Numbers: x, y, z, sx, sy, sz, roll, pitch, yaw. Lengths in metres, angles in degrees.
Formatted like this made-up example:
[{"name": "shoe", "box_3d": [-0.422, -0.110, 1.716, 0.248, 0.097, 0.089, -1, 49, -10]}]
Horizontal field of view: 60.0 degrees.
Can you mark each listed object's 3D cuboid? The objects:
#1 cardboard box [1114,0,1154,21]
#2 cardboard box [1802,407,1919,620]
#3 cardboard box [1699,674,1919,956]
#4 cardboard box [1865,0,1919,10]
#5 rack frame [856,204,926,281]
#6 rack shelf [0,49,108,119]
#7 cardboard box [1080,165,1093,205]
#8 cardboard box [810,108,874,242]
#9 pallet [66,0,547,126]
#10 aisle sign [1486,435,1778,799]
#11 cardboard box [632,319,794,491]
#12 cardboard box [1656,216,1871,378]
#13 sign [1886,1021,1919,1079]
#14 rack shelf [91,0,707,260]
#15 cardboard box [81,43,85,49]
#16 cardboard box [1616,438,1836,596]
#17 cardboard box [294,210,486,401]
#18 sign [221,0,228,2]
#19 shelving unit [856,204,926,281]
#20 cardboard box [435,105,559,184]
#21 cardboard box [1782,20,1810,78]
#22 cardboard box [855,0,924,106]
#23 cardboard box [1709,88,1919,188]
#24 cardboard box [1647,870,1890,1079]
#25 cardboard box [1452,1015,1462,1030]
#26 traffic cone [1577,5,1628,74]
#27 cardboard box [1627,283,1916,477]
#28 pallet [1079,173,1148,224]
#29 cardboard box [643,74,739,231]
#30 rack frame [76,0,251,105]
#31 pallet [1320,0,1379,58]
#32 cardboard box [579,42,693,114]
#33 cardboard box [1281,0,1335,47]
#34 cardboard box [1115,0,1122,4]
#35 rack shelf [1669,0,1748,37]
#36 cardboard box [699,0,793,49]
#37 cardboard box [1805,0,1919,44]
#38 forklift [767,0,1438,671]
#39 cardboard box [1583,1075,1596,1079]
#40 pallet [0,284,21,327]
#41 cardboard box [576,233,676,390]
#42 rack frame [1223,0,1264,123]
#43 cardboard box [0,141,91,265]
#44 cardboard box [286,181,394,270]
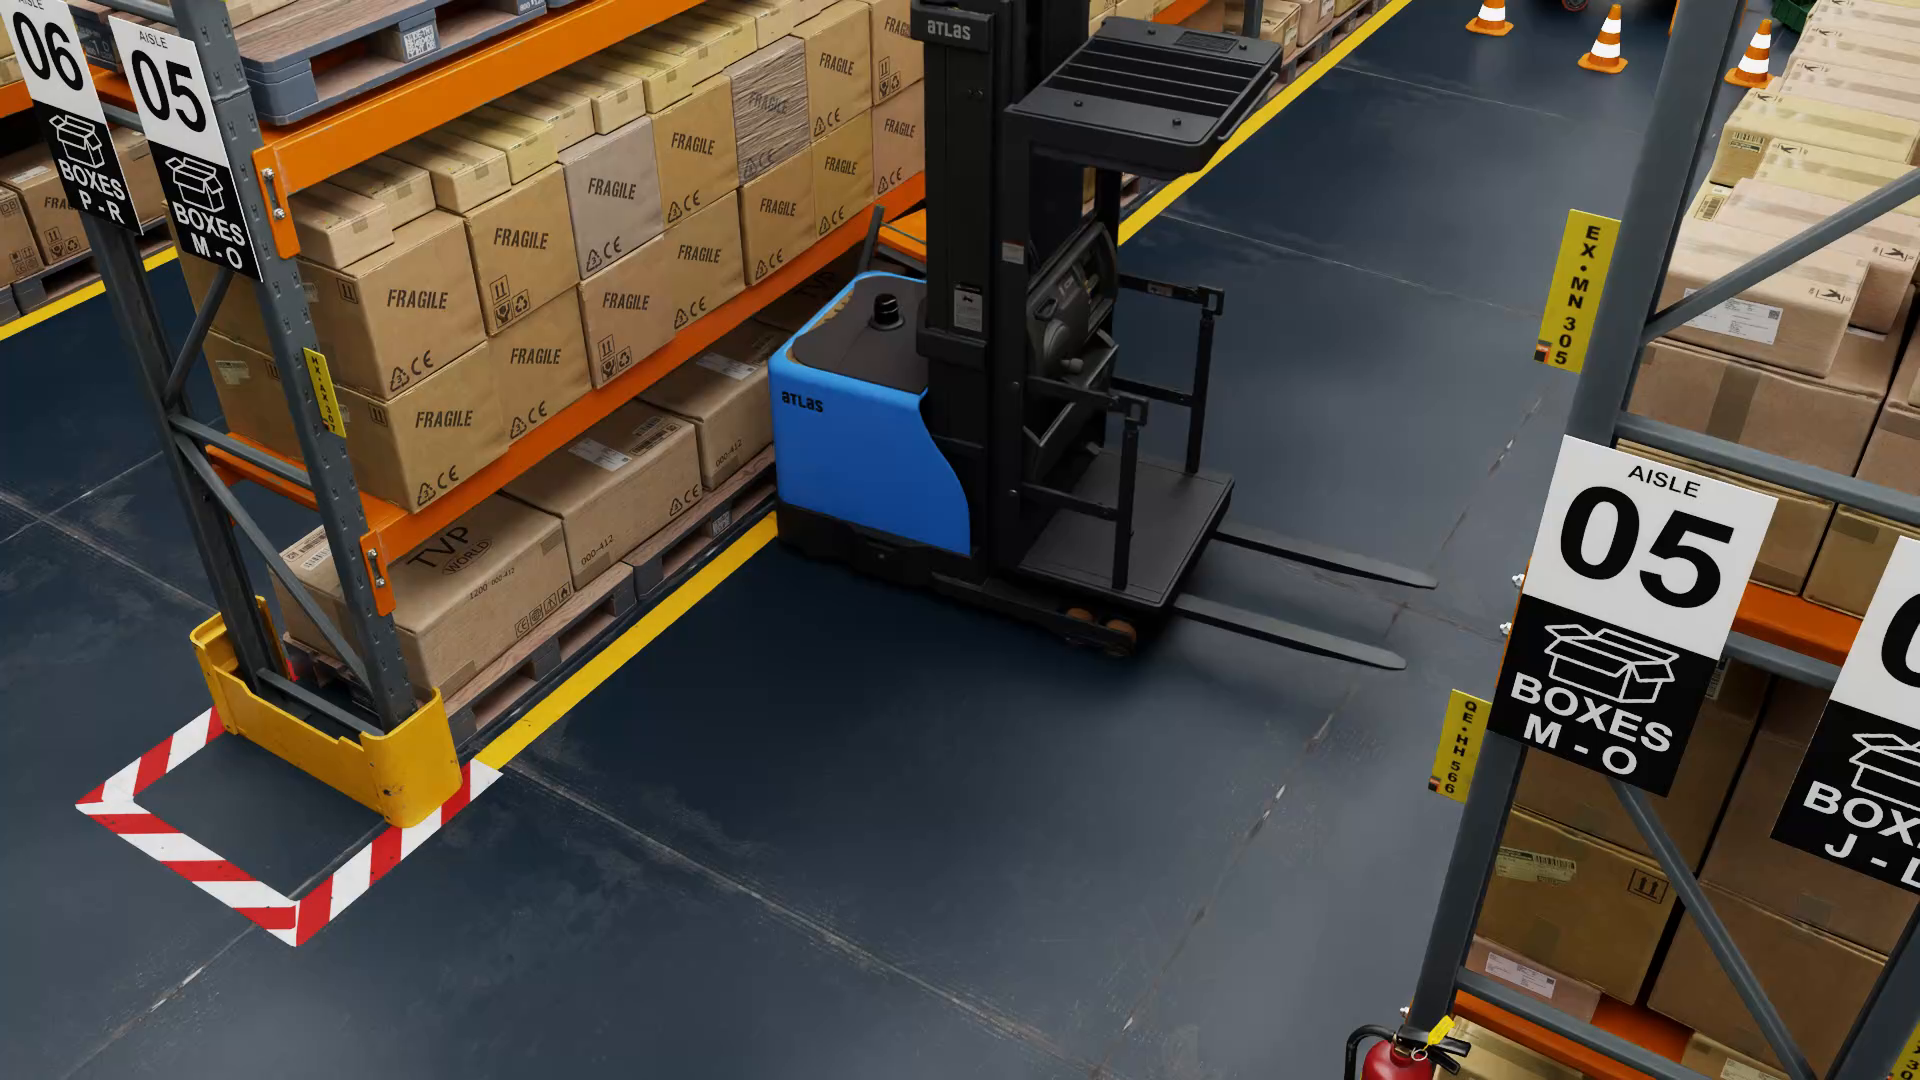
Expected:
[{"name": "cardboard box", "box_3d": [0.837, -3.228, 10.043, 0.500, 0.250, 0.500, 20, 42, 24]}, {"name": "cardboard box", "box_3d": [2.086, -0.013, 3.416, 0.500, 0.250, 0.500, 23, 43, 27]}, {"name": "cardboard box", "box_3d": [2.094, 0.565, 3.855, 0.500, 0.500, 0.500, 21, 42, 25]}, {"name": "cardboard box", "box_3d": [2.539, -1.412, 4.494, 0.380, 0.149, 0.250, 20, 42, 24]}, {"name": "rack frame", "box_3d": [-0.344, -1.062, 8.313, 0.500, 1.125, 0.032, 27, 31, 15]}, {"name": "rack shelf", "box_3d": [-5.726, -2.672, 9.788, 1.077, 0.370, 4.000, 21, 42, 25]}, {"name": "cardboard box", "box_3d": [0.281, -2.505, 10.379, 0.875, 0.875, 0.875, 22, 43, 26]}, {"name": "cardboard box", "box_3d": [-0.765, -1.816, 8.007, 0.500, 0.500, 0.500, 20, 42, 24]}, {"name": "pallet", "box_3d": [-2.215, -1.843, 5.739, 1.003, 0.211, 1.213, 21, 42, 25]}, {"name": "aisle sign", "box_3d": [1.337, 0.173, 3.379, 0.394, 0.787, 0.004, 21, 42, 25]}, {"name": "cardboard box", "box_3d": [-1.367, -0.768, 8.483, 0.875, 0.438, 0.875, 20, 42, 24]}, {"name": "cardboard box", "box_3d": [1.560, -0.489, 3.297, 0.380, 0.149, 0.250, 21, 42, 25]}, {"name": "sign", "box_3d": [2.088, 1.097, 3.600, 0.100, 0.325, 0.005, 21, 42, 25]}, {"name": "rack shelf", "box_3d": [-1.532, -2.238, 6.768, 1.077, 0.370, 4.000, 21, 42, 25]}, {"name": "cardboard box", "box_3d": [-5.361, -2.995, 9.823, 0.380, 0.149, 0.250, 22, 43, 26]}, {"name": "cardboard box", "box_3d": [1.650, -0.187, 3.641, 0.500, 0.250, 0.500, 20, 42, 24]}, {"name": "cardboard box", "box_3d": [-2.106, -0.894, 5.991, 0.500, 0.500, 0.500, 20, 42, 24]}, {"name": "sign", "box_3d": [-2.139, -1.685, 4.681, 0.100, 0.325, 0.005, 21, 42, 25]}, {"name": "shelving unit", "box_3d": [-0.124, -1.246, 8.732, 0.538, 1.125, 1.048, 27, 31, 15]}, {"name": "cardboard box", "box_3d": [-1.738, -1.486, 6.228, 0.380, 0.149, 0.250, 20, 42, 24]}, {"name": "cardboard box", "box_3d": [2.492, -1.168, 4.504, 0.500, 0.250, 0.500, 19, 42, 23]}, {"name": "cardboard box", "box_3d": [-0.481, -2.468, 8.034, 0.500, 0.500, 0.500, 21, 42, 25]}, {"name": "cardboard box", "box_3d": [1.962, -0.888, 3.815, 0.380, 0.149, 0.250, 22, 43, 26]}, {"name": "cardboard box", "box_3d": [2.104, 0.964, 4.156, 0.500, 0.500, 0.500, 23, 43, 27]}, {"name": "cardboard box", "box_3d": [1.788, 1.720, 5.492, 0.380, 0.149, 0.250, 23, 43, 26]}, {"name": "traffic cone", "box_3d": [5.032, -3.912, 12.885, 0.336, 0.463, 0.334, 21, 42, 25]}, {"name": "cardboard box", "box_3d": [1.662, -0.384, 3.488, 0.500, 0.250, 0.500, 20, 42, 24]}, {"name": "pallet", "box_3d": [0.542, -2.316, 11.021, 1.003, 0.211, 1.213, 21, 42, 25]}, {"name": "cardboard box", "box_3d": [-1.300, -1.688, 7.022, 0.500, 0.500, 0.500, 21, 42, 25]}, {"name": "rack frame", "box_3d": [-2.604, -2.680, 4.296, 1.000, 3.000, 0.127, 21, 42, 25]}, {"name": "pallet", "box_3d": [2.756, -4.353, 13.663, 1.003, 0.211, 1.213, 21, 42, 25]}, {"name": "cardboard box", "box_3d": [-1.314, -1.875, 6.732, 0.380, 0.149, 0.250, 20, 42, 24]}, {"name": "cardboard box", "box_3d": [2.382, -4.225, 13.022, 0.950, 0.372, 0.625, 20, 42, 24]}, {"name": "cardboard box", "box_3d": [0.830, -3.430, 9.896, 0.500, 0.250, 0.500, 20, 42, 24]}, {"name": "rack shelf", "box_3d": [2.701, -1.858, 3.821, 1.077, 0.370, 4.000, 21, 42, 25]}, {"name": "cardboard box", "box_3d": [-0.956, -2.293, 7.275, 0.380, 0.149, 0.250, 21, 42, 25]}, {"name": "cardboard box", "box_3d": [2.403, -1.275, 4.317, 0.380, 0.149, 0.250, 20, 42, 24]}, {"name": "forklift", "box_3d": [0.670, -1.006, 7.094, 3.031, 2.935, 1.130, 16, 40, 20]}, {"name": "cardboard box", "box_3d": [1.883, 1.523, 5.260, 0.380, 0.149, 0.250, 22, 43, 26]}, {"name": "pallet", "box_3d": [-6.330, -1.272, 9.667, 1.003, 0.211, 1.213, 21, 42, 25]}, {"name": "cardboard box", "box_3d": [-1.569, -1.024, 6.978, 0.500, 0.500, 0.500, 21, 42, 25]}, {"name": "rack frame", "box_3d": [1.682, -4.428, 11.477, 1.000, 3.000, 0.127, 21, 42, 25]}, {"name": "cardboard box", "box_3d": [-5.531, -2.054, 10.101, 0.500, 0.500, 0.500, 22, 43, 26]}, {"name": "cardboard box", "box_3d": [-2.180, -1.089, 5.713, 0.380, 0.149, 0.250, 22, 43, 26]}]
